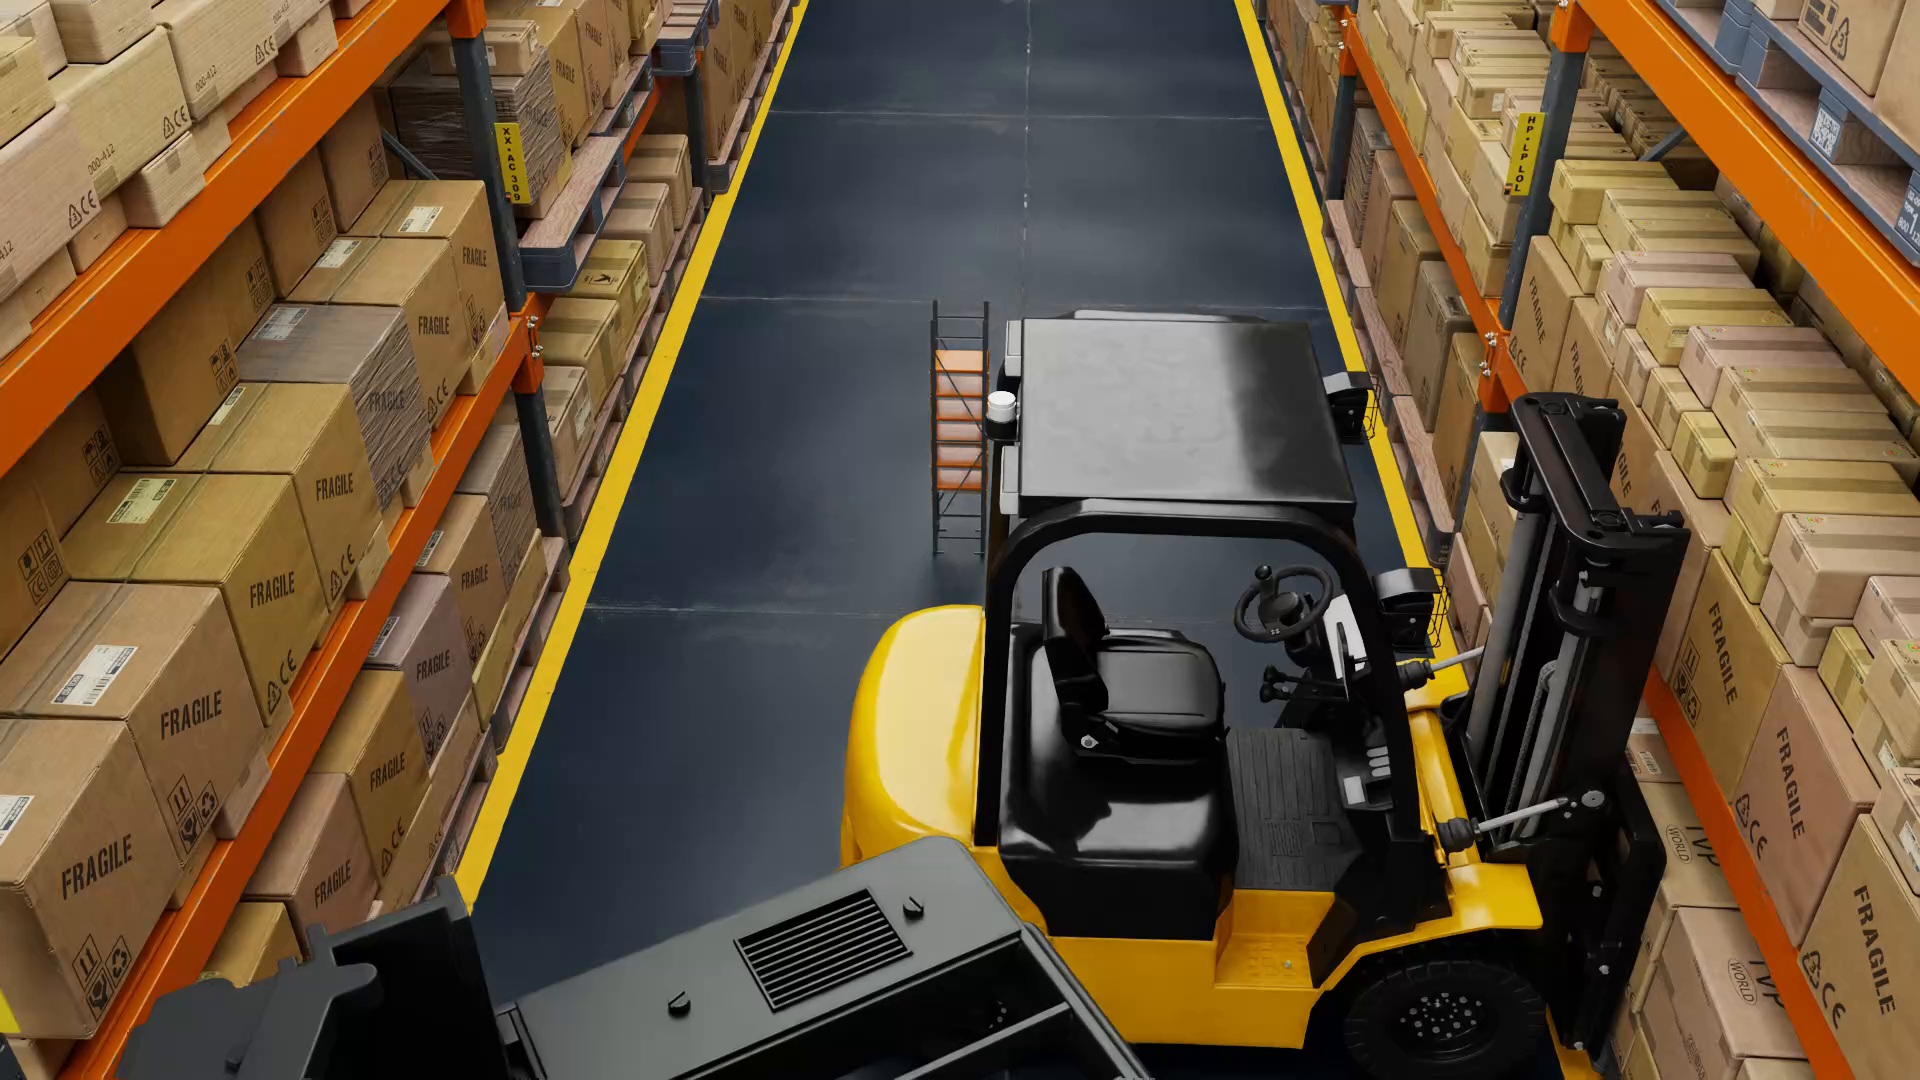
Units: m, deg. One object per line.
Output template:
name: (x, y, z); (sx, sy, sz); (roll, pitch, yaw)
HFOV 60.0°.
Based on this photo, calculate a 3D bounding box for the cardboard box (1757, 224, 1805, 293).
cardboard box: (2.914, -0.947, 5.580); (0.380, 0.149, 0.250); (1, 35, 1)

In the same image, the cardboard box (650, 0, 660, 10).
cardboard box: (-1.876, -3.186, 8.963); (0.500, 0.500, 0.500); (1, 35, 1)

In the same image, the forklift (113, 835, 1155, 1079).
forklift: (-0.159, 1.712, 2.766); (3.031, 2.935, 1.130); (-17, 39, -23)

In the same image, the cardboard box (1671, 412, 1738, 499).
cardboard box: (2.316, -0.247, 4.841); (0.380, 0.149, 0.250); (1, 35, 1)

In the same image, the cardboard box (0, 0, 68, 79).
cardboard box: (-2.164, -1.044, 3.544); (0.380, 0.149, 0.250); (1, 35, 2)

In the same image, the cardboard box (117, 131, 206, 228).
cardboard box: (-2.061, -0.870, 3.989); (0.380, 0.149, 0.250); (2, 35, 2)

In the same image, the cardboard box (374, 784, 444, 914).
cardboard box: (-2.101, 1.069, 5.646); (0.500, 0.250, 0.500); (4, 35, 5)

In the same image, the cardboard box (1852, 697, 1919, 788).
cardboard box: (2.299, 0.486, 3.799); (0.380, 0.149, 0.250); (2, 35, 3)

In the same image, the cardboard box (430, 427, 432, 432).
cardboard box: (-2.110, -0.389, 5.914); (0.380, 0.149, 0.250); (1, 35, 1)

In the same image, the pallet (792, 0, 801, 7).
pallet: (-1.856, -5.008, 14.693); (1.003, 0.211, 1.213); (1, 35, 2)

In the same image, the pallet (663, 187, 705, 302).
pallet: (-2.159, -1.826, 10.165); (1.003, 0.211, 1.213); (1, 35, 2)

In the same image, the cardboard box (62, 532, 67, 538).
cardboard box: (-2.652, 0.124, 4.619); (0.500, 0.500, 0.500); (1, 35, 2)

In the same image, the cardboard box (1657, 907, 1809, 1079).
cardboard box: (2.234, 1.271, 4.489); (0.500, 0.250, 0.500); (2, 35, 3)

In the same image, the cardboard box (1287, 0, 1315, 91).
cardboard box: (2.687, -3.587, 12.055); (0.500, 0.500, 0.500); (0, 35, 0)

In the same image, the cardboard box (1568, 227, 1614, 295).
cardboard box: (2.389, -0.986, 5.893); (0.380, 0.149, 0.250); (2, 35, 3)

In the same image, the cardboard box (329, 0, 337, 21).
cardboard box: (-2.136, -1.619, 5.055); (0.380, 0.149, 0.250); (0, 35, 0)

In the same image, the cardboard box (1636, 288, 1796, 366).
cardboard box: (2.346, -0.663, 5.175); (0.380, 0.149, 0.250); (1, 35, 1)

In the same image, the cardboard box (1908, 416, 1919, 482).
cardboard box: (2.830, -0.211, 4.532); (0.380, 0.149, 0.250); (1, 35, 2)

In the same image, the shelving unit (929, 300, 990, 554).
shelving unit: (-0.001, -0.483, 7.393); (0.258, 1.200, 0.189); (1, 35, 2)

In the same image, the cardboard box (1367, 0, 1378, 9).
cardboard box: (2.547, -3.198, 9.387); (0.500, 0.250, 0.500); (1, 35, 2)

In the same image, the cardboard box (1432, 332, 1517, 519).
cardboard box: (2.683, -0.506, 7.561); (0.875, 0.625, 0.625); (3, 35, 4)

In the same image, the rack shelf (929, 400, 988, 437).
rack shelf: (-0.001, -0.544, 7.350); (0.258, 0.103, 0.180); (1, 35, 2)

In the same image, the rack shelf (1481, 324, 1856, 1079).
rack shelf: (2.593, 0.438, 5.144); (1.077, 0.370, 4.000); (1, 35, 2)

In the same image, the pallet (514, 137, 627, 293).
pallet: (-2.110, -1.475, 7.407); (1.003, 0.211, 1.213); (1, 35, 2)

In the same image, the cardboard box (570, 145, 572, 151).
cardboard box: (-1.995, -1.805, 7.563); (0.380, 0.149, 0.250); (3, 35, 5)

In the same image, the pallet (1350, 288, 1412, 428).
pallet: (2.710, -0.992, 8.977); (1.003, 0.211, 1.213); (1, 35, 2)

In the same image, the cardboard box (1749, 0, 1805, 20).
cardboard box: (2.310, -1.545, 4.395); (0.396, 0.266, 0.258); (1, 35, 1)

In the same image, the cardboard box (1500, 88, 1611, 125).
cardboard box: (2.520, -1.801, 7.053); (0.380, 0.149, 0.250); (1, 35, 2)

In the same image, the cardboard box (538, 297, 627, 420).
cardboard box: (-2.242, -0.929, 8.384); (0.950, 0.372, 0.625); (3, 35, 5)

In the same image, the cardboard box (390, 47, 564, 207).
cardboard box: (-1.981, -1.715, 6.871); (0.500, 0.500, 0.500); (2, 35, 3)

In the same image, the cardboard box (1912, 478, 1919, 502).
cardboard box: (2.870, -0.082, 4.608); (0.380, 0.149, 0.250); (1, 35, 2)

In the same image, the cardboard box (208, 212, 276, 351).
cardboard box: (-2.610, -0.861, 5.151); (0.700, 0.500, 0.500); (1, 35, 1)

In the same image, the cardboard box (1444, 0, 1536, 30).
cardboard box: (2.572, -2.540, 8.104); (0.380, 0.149, 0.250); (1, 35, 2)

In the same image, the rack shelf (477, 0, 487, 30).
rack shelf: (-2.206, -3.200, 7.711); (1.077, 0.370, 4.000); (1, 35, 2)

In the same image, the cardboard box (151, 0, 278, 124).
cardboard box: (-2.095, -1.270, 4.212); (0.500, 0.250, 0.500); (2, 35, 3)

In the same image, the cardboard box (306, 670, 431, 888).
cardboard box: (-2.093, 0.767, 5.423); (0.500, 0.500, 0.500); (2, 35, 3)

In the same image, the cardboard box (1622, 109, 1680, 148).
cardboard box: (2.965, -1.662, 6.854); (0.380, 0.149, 0.250); (0, 35, 0)

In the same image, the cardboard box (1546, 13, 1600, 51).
cardboard box: (3.010, -2.384, 7.882); (0.380, 0.149, 0.250); (2, 35, 2)

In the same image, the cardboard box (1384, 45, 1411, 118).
cardboard box: (2.533, -2.408, 8.698); (0.500, 0.250, 0.500); (0, 35, 0)

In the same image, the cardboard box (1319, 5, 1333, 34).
cardboard box: (2.701, -3.609, 11.522); (0.380, 0.149, 0.250); (1, 35, 1)

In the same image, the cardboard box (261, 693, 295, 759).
cardboard box: (-2.106, 0.503, 4.645); (0.380, 0.149, 0.250); (2, 35, 3)

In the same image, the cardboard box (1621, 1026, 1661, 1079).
cardboard box: (2.245, 1.683, 4.773); (0.500, 0.250, 0.500); (1, 35, 2)

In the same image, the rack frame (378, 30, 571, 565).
rack frame: (-2.286, -1.118, 6.732); (1.000, 3.000, 0.127); (1, 35, 2)

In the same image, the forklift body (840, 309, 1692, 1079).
forklift body: (0.766, 0.508, 5.156); (2.313, 2.155, 1.214); (1, 35, 2)

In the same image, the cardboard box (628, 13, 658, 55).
cardboard box: (-1.823, -2.687, 8.818); (0.380, 0.149, 0.250); (2, 35, 3)

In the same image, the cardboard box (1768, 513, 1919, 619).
cardboard box: (2.263, 0.067, 4.136); (0.380, 0.149, 0.250); (2, 35, 3)

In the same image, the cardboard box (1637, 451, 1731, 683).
cardboard box: (2.330, 0.082, 4.938); (0.500, 0.500, 0.500); (2, 35, 2)

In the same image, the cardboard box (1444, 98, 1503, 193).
cardboard box: (2.451, -1.732, 7.302); (0.500, 0.250, 0.500); (0, 35, 1)

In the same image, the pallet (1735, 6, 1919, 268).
pallet: (2.613, -1.007, 4.042); (1.003, 0.211, 1.213); (1, 35, 2)

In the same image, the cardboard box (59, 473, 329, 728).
cardboard box: (-2.114, 0.161, 4.566); (0.500, 0.500, 0.500); (1, 35, 1)

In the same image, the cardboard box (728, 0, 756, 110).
cardboard box: (-1.975, -3.626, 11.783); (0.875, 0.875, 0.875); (2, 35, 2)

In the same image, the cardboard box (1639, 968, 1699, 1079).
cardboard box: (2.251, 1.467, 4.646); (0.500, 0.250, 0.500); (1, 35, 1)
